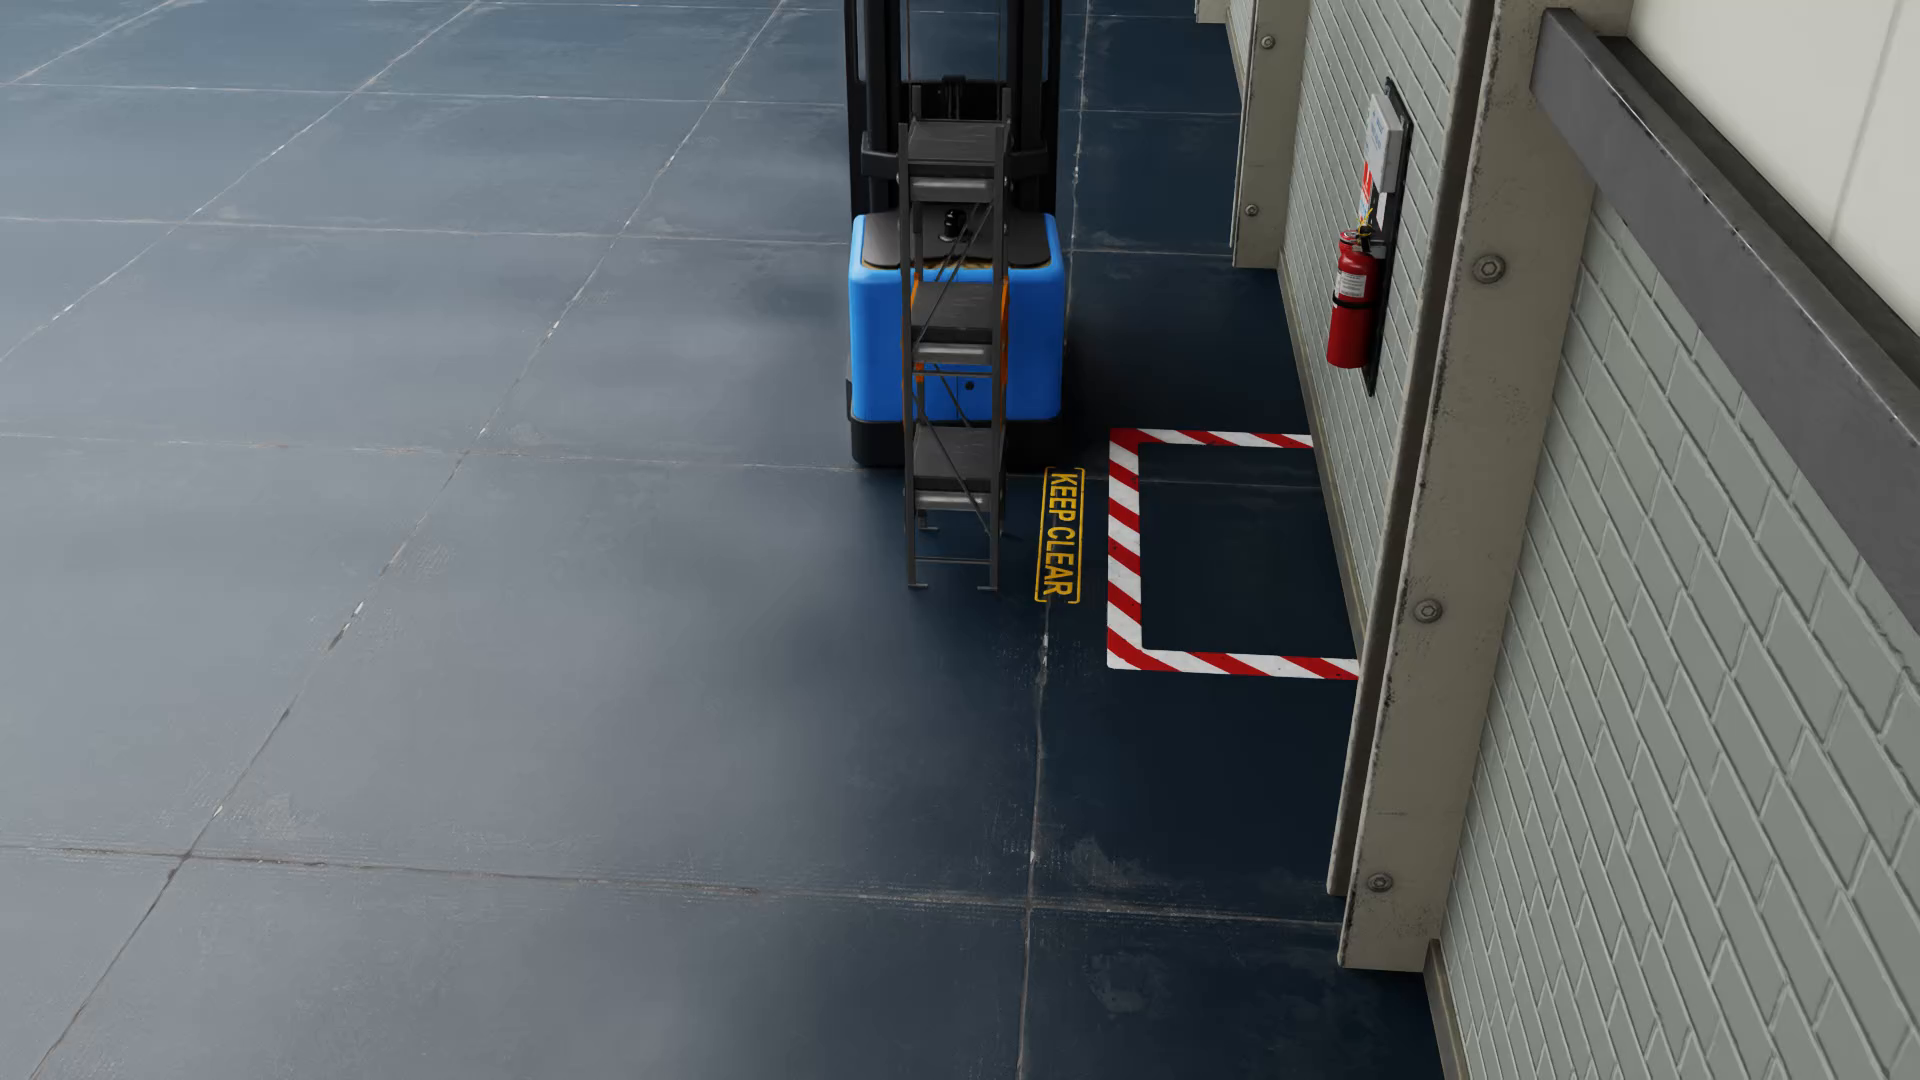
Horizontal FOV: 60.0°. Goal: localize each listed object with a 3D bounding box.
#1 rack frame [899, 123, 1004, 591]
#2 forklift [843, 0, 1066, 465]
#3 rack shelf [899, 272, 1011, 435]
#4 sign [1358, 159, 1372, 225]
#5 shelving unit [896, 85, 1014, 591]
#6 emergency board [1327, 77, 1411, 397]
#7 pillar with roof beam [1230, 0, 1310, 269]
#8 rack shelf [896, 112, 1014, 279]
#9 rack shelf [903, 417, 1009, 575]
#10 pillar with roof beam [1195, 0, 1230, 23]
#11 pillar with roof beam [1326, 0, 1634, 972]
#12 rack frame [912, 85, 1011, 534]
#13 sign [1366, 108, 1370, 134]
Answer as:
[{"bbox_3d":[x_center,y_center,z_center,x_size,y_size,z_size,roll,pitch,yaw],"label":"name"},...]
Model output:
[{"bbox_3d":[-0.033,-0.680,6.852,0.400,2.100,0.015,2,32,4],"label":"rack frame"},{"bbox_3d":[-0.041,-2.353,8.774,1.130,2.935,3.031,-1,32,-1],"label":"forklift"},{"bbox_3d":[-0.013,-0.796,7.066,0.431,0.518,0.480,2,32,4],"label":"rack shelf"},{"bbox_3d":[1.804,-1.560,7.388,0.001,0.329,0.234,2,32,4],"label":"sign"},{"bbox_3d":[-0.013,-0.807,7.059,0.431,2.100,0.503,2,32,4],"label":"shelving unit"},{"bbox_3d":[1.656,-1.260,6.935,0.194,1.169,0.643,2,32,4],"label":"emergency board"},{"bbox_3d":[-2.385,-5.845,8.656,9.100,9.000,0.400,2,32,4],"label":"pillar with roof beam"},{"bbox_3d":[-0.013,-1.392,6.699,0.431,0.518,0.480,2,32,4],"label":"rack shelf"},{"bbox_3d":[-0.013,-0.200,7.433,0.431,0.518,0.480,2,32,4],"label":"rack shelf"},{"bbox_3d":[-1.897,-8.982,13.747,9.100,9.000,0.400,2,32,4],"label":"pillar with roof beam"},{"bbox_3d":[-2.874,-2.707,3.566,9.100,9.000,0.400,2,32,4],"label":"pillar with roof beam"},{"bbox_3d":[0.006,-0.935,7.266,0.400,2.100,0.015,2,32,4],"label":"rack frame"},{"bbox_3d":[1.795,-1.783,7.246,0.001,0.109,0.331,2,32,4],"label":"sign"}]
